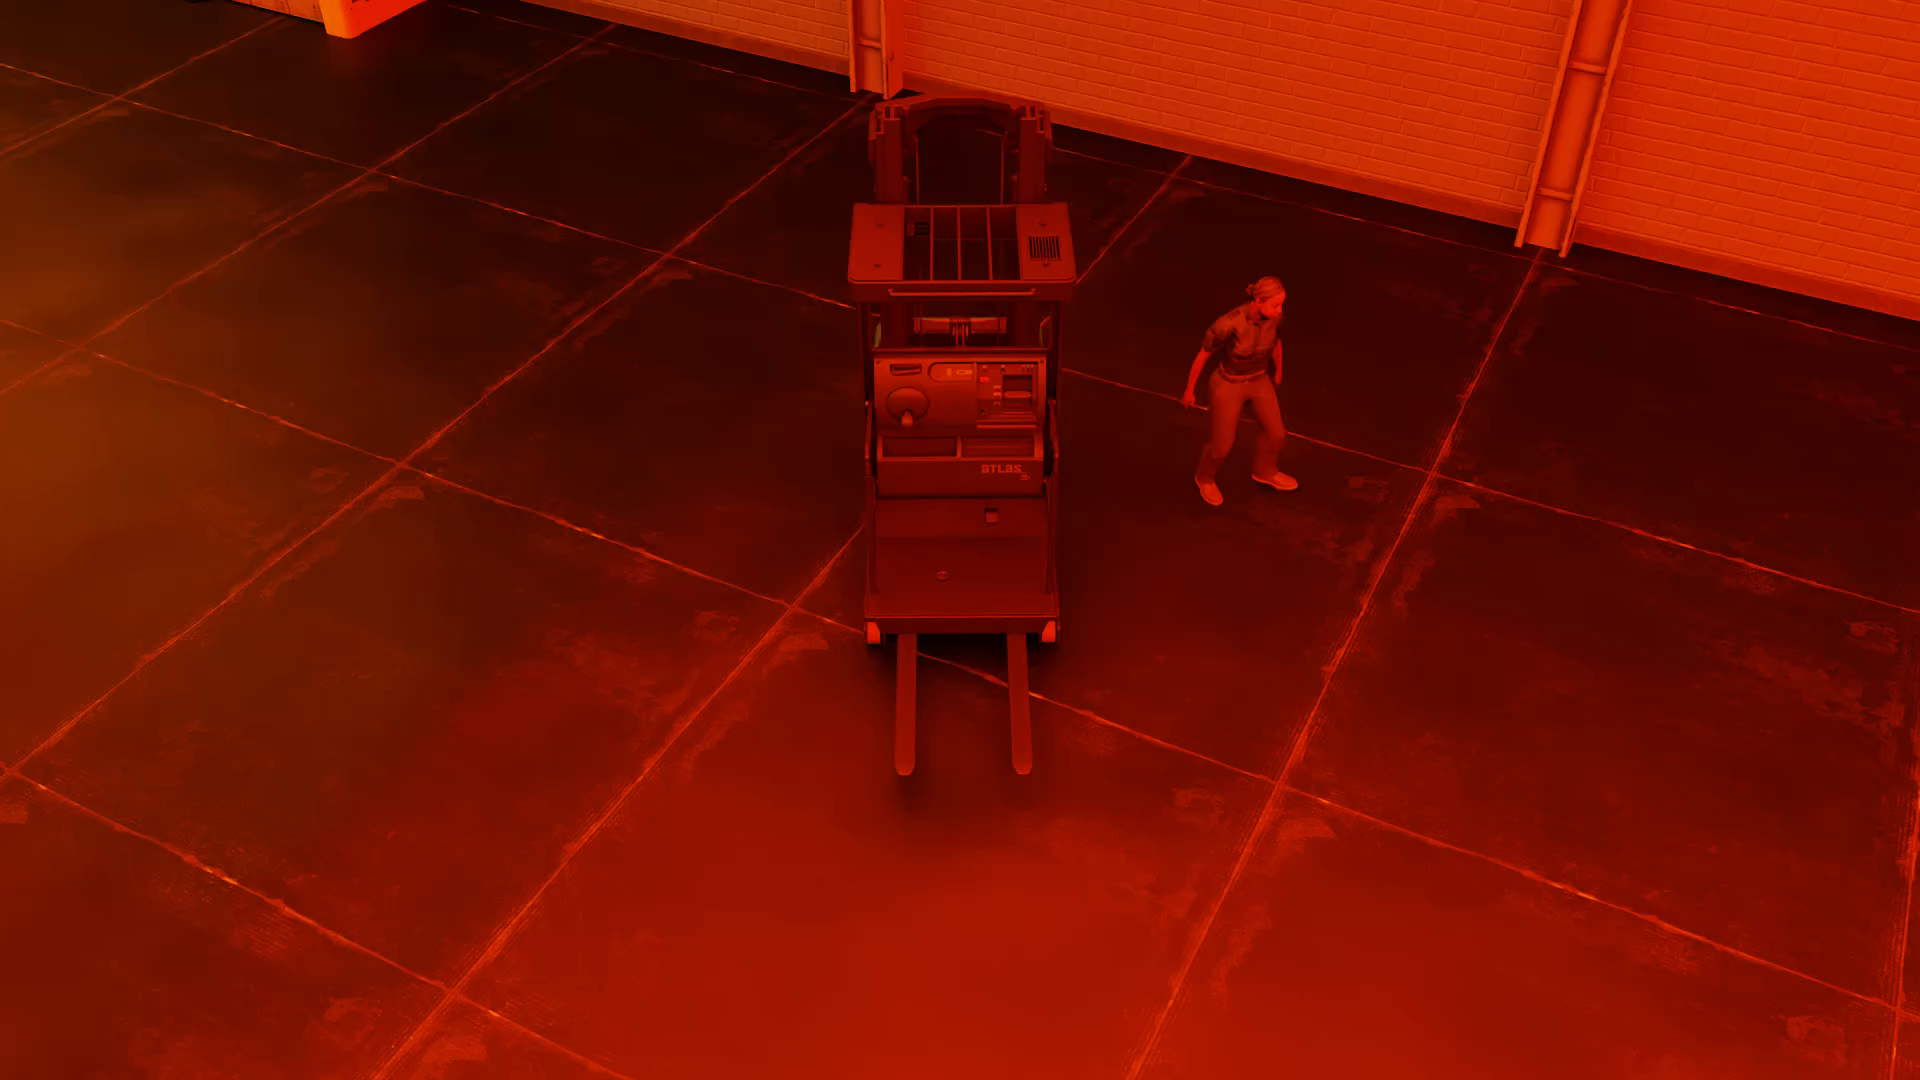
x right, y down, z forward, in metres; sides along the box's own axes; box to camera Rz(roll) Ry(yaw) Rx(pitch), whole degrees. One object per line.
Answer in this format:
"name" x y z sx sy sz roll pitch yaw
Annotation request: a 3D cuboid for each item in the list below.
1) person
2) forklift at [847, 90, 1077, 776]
"person" 1.742 -0.936 10.126 0.792 1.628 0.385 -16 43 -18
"forklift" 0.006 -0.728 8.851 1.130 2.935 3.031 0 40 0
